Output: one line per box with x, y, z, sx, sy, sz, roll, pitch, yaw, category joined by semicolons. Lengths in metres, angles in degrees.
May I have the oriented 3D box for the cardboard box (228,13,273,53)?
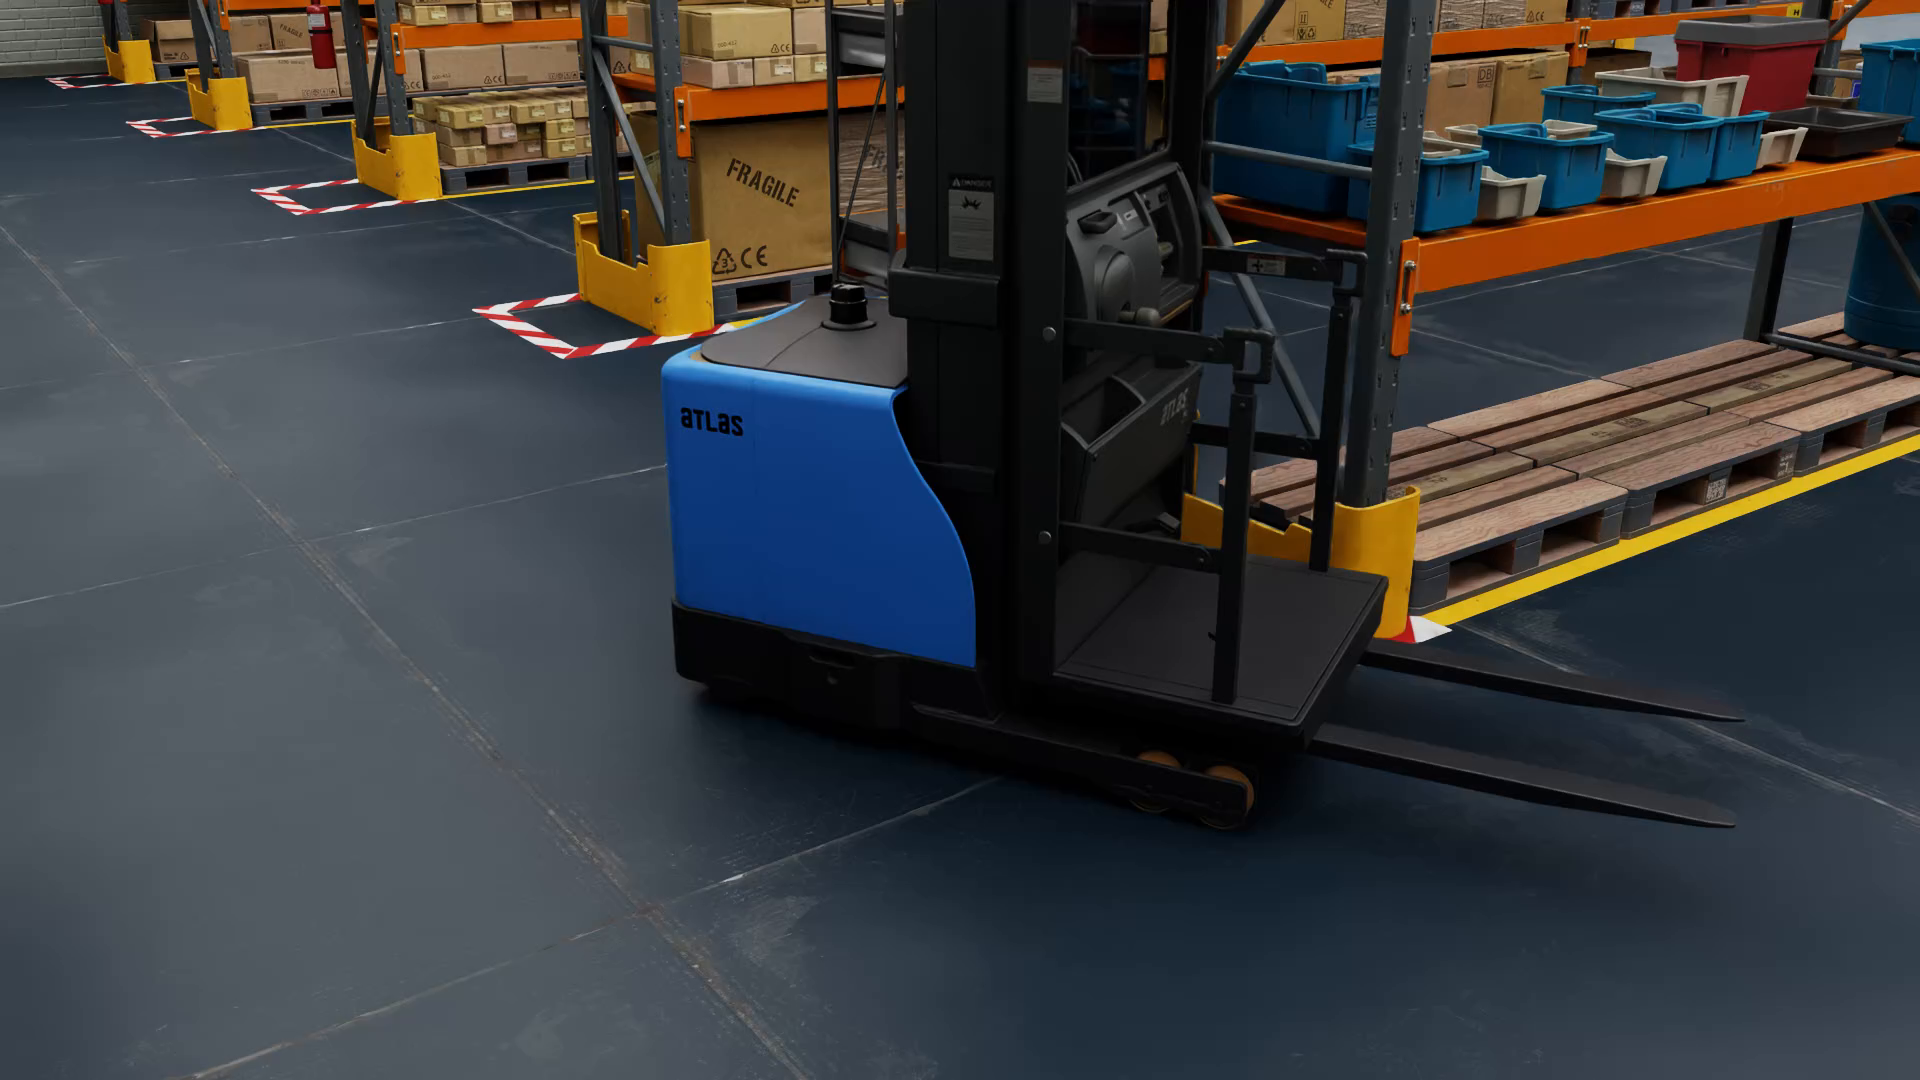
-9.244;-6.513;21.477;0.500;0.500;0.700;-14;26;-31;cardboard box

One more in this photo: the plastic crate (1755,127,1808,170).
3.079;-1.542;6.488;0.466;0.136;0.293;-15;26;-33;plastic crate

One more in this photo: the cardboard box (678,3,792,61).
-1.276;-2.819;9.215;0.500;0.250;0.500;-16;27;-34;cardboard box

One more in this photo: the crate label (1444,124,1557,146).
2.081;-1.500;6.384;0.243;0.136;0.396;-15;26;-33;crate label

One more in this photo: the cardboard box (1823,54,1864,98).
8.726;-4.560;16.583;0.500;0.500;0.500;-7;23;-16;cardboard box

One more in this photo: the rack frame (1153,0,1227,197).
1.424;-3.594;11.355;0.127;3.000;1.000;-15;26;-33;rack frame

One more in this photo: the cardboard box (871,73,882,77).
-0.509;-2.812;9.735;0.250;0.149;0.380;-16;27;-34;cardboard box

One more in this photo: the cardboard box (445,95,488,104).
-4.119;-3.617;13.891;0.250;0.149;0.380;-14;26;-32;cardboard box

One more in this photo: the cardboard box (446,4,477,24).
-4.001;-4.164;13.124;0.250;0.149;0.380;-14;26;-31;cardboard box

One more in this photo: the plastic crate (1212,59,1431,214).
1.232;-1.411;5.756;0.499;0.435;0.616;-15;26;-33;plastic crate

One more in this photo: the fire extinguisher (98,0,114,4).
-10.362;-6.822;20.053;0.183;0.674;0.296;-15;26;-33;fire extinguisher

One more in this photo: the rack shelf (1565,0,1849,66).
6.294;-4.558;14.743;4.000;0.370;1.077;-15;26;-33;rack shelf

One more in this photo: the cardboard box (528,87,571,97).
-3.550;-3.823;14.408;0.250;0.149;0.380;-14;26;-31;cardboard box

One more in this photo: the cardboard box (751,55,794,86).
-1.135;-2.645;9.316;0.250;0.149;0.380;-15;26;-34;cardboard box

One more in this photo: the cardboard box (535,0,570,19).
-3.386;-4.355;13.602;0.250;0.149;0.380;-15;26;-33;cardboard box

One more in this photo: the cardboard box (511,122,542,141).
-3.660;-3.409;13.771;0.250;0.149;0.380;-15;26;-32;cardboard box

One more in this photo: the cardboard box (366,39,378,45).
-7.836;-6.707;22.279;0.258;0.266;0.396;-14;26;-31;cardboard box

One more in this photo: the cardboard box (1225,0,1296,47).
1.943;-3.665;11.398;0.500;0.500;0.500;-15;26;-33;cardboard box

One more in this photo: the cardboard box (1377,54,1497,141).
3.370;-3.334;13.005;0.875;0.875;1.225;-15;26;-33;cardboard box

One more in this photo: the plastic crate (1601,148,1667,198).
2.322;-1.289;5.854;0.298;0.136;0.250;-15;26;-33;plastic crate

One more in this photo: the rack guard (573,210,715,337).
-1.843;-1.562;9.636;0.348;0.500;1.175;-15;26;-33;rack guard

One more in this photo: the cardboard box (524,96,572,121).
-3.428;-3.591;13.826;0.250;0.149;0.380;-16;27;-35;cardboard box

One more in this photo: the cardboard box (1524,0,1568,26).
4.415;-4.325;13.052;0.500;0.500;0.500;-14;26;-31;cardboard box

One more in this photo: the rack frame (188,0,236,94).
-7.611;-5.709;16.657;0.127;3.000;1.000;-15;26;-33;rack frame

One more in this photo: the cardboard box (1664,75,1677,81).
6.102;-3.903;14.909;0.500;0.500;0.700;-12;25;-28;cardboard box

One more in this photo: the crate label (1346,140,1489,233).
1.462;-1.142;5.357;0.303;0.233;0.416;-15;26;-33;crate label

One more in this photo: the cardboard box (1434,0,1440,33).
3.174;-3.995;12.227;0.500;0.500;0.500;-14;26;-32;cardboard box

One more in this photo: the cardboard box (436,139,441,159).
-4.332;-3.290;13.873;0.250;0.149;0.380;-14;26;-32;cardboard box

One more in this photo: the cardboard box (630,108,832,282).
-1.350;-2.099;9.909;0.875;0.875;0.875;-15;26;-33;cardboard box

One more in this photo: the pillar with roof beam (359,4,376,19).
-5.843;-9.679;18.511;0.400;9.000;9.100;-15;26;-33;pillar with roof beam

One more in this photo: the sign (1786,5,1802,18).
3.997;-2.398;7.986;0.005;0.325;0.100;-15;26;-33;sign

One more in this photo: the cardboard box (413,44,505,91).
-5.662;-5.283;18.478;0.875;0.438;0.875;-16;27;-34;cardboard box

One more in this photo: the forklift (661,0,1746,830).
0.668;-0.811;4.475;3.031;2.935;1.130;10;24;24;forklift

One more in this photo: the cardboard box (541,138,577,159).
-3.392;-3.290;13.873;0.250;0.149;0.380;-15;26;-32;cardboard box

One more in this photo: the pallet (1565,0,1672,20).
5.187;-4.557;14.027;1.003;0.211;1.213;-15;26;-33;pallet

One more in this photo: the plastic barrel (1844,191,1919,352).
4.768;-1.437;8.214;0.708;0.901;0.600;-15;26;-33;plastic barrel

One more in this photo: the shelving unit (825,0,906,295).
-0.134;-0.939;5.917;0.503;2.100;0.431;-15;26;-33;shelving unit

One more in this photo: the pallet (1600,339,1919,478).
3.742;-0.638;7.710;1.213;0.211;1.003;-15;26;-33;pallet

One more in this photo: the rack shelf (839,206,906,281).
-0.134;-0.927;5.922;0.480;0.518;0.431;-15;26;-33;rack shelf

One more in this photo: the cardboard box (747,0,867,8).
-0.870;-3.276;9.347;0.500;0.500;0.500;-16;27;-34;cardboard box

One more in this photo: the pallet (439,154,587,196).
-3.896;-3.129;13.952;1.213;0.211;1.003;-15;26;-33;pallet

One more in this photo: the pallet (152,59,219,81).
-9.804;-6.096;21.389;1.213;0.211;1.003;-15;26;-33;pallet

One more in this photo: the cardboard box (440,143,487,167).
-4.026;-3.130;13.473;0.250;0.149;0.380;-14;26;-32;cardboard box

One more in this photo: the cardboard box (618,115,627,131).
-3.033;-3.589;14.223;0.250;0.149;0.380;-13;25;-30;cardboard box

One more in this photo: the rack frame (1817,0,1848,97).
7.918;-5.325;15.695;0.127;3.000;1.000;-15;26;-33;rack frame

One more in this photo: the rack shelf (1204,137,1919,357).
2.693;-1.337;6.670;4.000;0.370;1.077;-15;26;-33;rack shelf

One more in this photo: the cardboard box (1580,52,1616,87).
5.197;-4.005;14.154;0.500;0.250;0.500;-14;26;-31;cardboard box

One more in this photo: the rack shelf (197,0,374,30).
-5.987;-5.808;17.875;4.000;0.370;1.077;-15;26;-33;rack shelf

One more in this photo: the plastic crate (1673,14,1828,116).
3.445;-2.044;7.303;0.583;0.464;0.402;-15;26;-33;plastic crate

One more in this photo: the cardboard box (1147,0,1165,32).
1.219;-3.488;10.891;0.500;0.250;0.500;-15;26;-34;cardboard box

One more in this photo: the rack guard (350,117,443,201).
-4.576;-3.098;13.484;0.348;0.500;1.175;-15;26;-33;rack guard

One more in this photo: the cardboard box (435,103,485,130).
-4.014;-3.401;13.348;0.250;0.149;0.380;-16;27;-35;cardboard box

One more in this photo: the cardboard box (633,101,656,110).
-2.809;-3.775;14.286;0.250;0.149;0.380;-15;26;-33;cardboard box

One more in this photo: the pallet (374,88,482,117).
-6.018;-4.873;18.325;1.213;0.211;1.003;-15;26;-33;pallet

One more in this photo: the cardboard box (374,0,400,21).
-4.538;-4.281;13.416;0.250;0.149;0.380;-15;26;-33;cardboard box
